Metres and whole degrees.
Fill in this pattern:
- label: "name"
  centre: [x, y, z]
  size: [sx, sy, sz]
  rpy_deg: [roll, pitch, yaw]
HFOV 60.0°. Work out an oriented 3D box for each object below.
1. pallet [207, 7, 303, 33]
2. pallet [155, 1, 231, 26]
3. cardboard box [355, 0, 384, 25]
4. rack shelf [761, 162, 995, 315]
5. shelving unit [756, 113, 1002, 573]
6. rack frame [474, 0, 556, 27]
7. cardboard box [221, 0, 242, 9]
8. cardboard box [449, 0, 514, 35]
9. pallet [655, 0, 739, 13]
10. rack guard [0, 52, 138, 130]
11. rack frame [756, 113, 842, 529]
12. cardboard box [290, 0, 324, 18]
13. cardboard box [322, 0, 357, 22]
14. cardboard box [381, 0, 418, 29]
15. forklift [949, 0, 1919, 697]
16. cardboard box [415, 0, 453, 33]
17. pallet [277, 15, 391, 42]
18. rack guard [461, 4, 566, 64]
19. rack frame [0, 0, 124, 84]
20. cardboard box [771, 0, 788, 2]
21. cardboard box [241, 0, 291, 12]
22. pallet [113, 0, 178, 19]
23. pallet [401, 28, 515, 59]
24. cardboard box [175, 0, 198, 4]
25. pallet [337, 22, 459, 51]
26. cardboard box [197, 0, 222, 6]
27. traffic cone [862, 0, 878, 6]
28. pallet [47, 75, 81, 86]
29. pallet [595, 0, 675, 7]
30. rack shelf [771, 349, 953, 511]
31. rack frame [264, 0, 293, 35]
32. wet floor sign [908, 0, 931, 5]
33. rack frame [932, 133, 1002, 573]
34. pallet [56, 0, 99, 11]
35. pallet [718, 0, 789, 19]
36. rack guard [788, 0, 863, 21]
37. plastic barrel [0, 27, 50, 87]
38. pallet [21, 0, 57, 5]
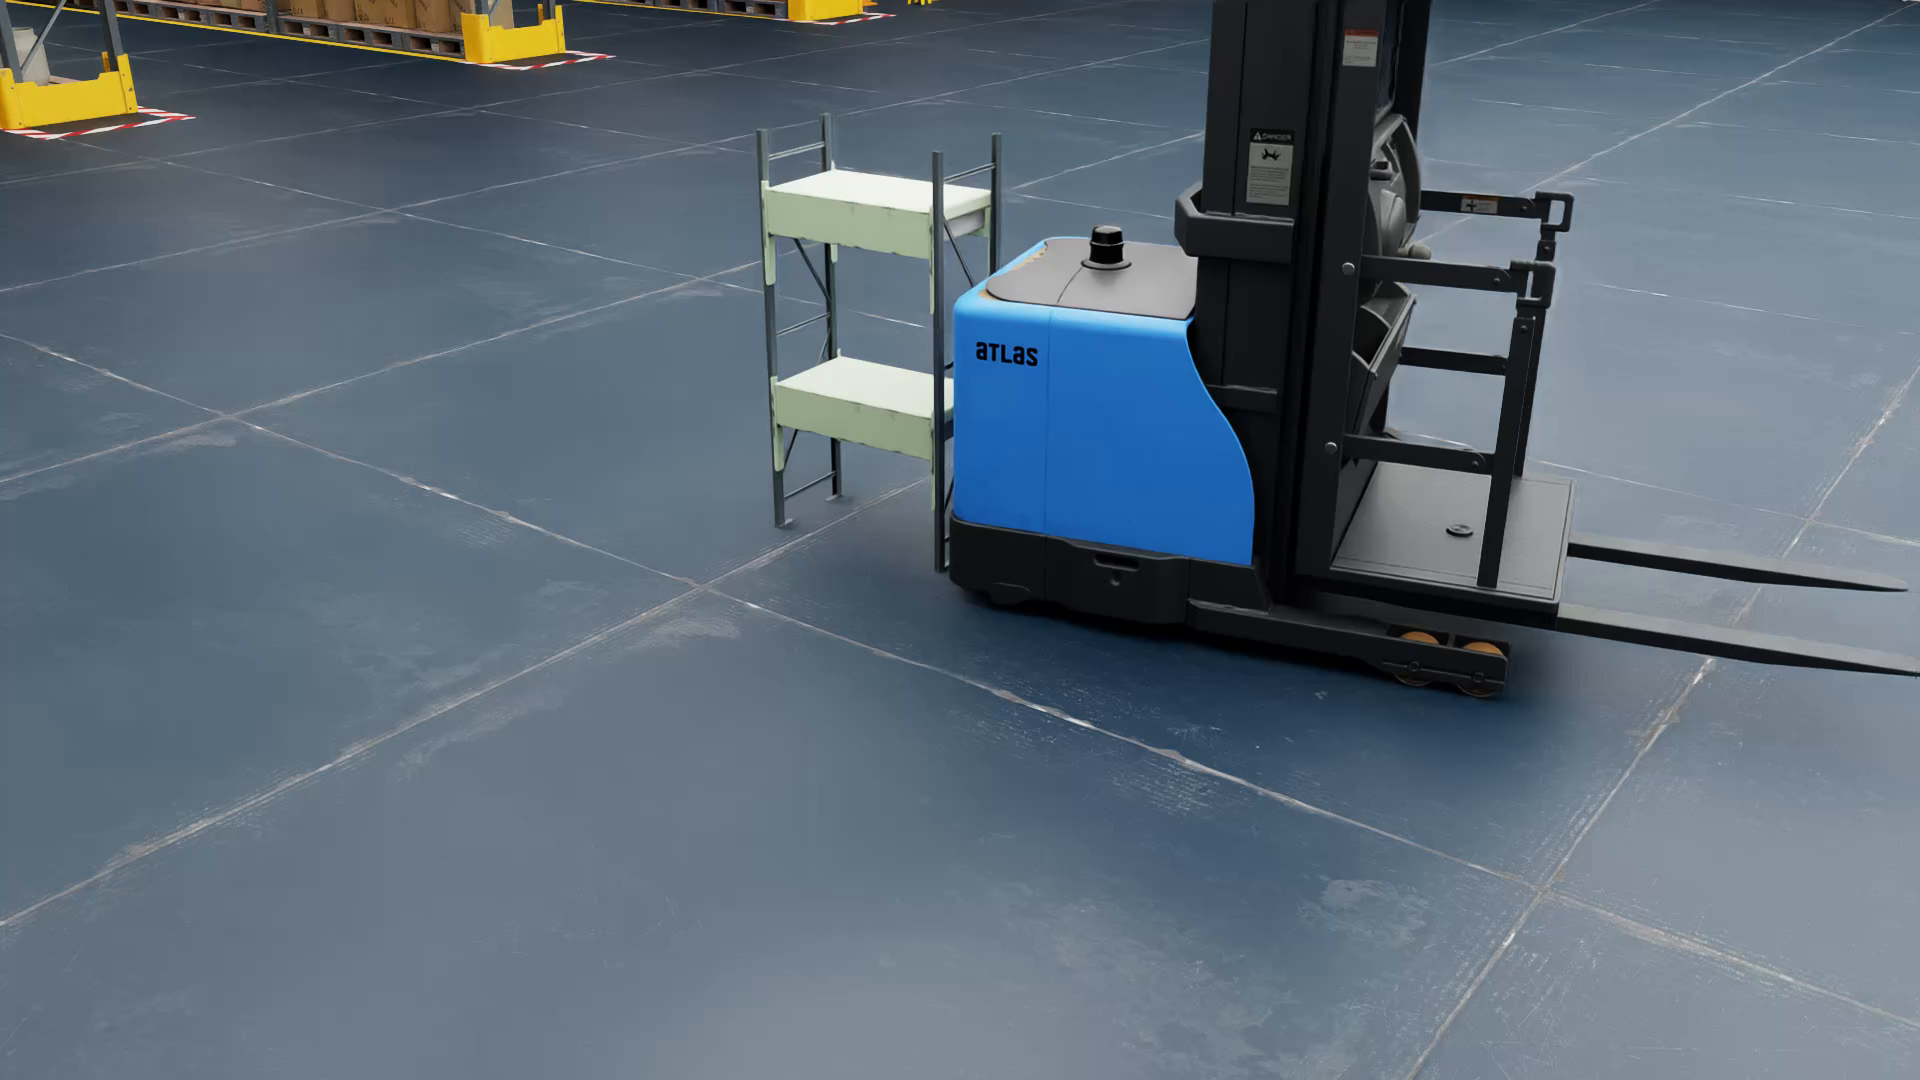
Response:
- label: "pallet"
  centre: [-8.661, -6.574, 20.909]
  size: [1.213, 0.211, 1.003]
  rpy_deg: [17, 29, 33]
- label: "pallet"
  centre: [-9.641, -6.869, 21.578]
  size: [1.213, 0.211, 1.003]
  rpy_deg: [17, 29, 33]
- label: "cardboard box"
  centre: [-6.734, -6.340, 19.499]
  size: [0.500, 0.500, 0.500]
  rpy_deg: [14, 27, 29]
- label: "rack shelf"
  centre: [-0.281, -1.076, 5.863]
  size: [0.720, 0.370, 0.431]
  rpy_deg: [15, 28, 30]
- label: "shelving unit"
  centre: [-0.281, -0.718, 6.020]
  size: [0.755, 1.500, 0.431]
  rpy_deg: [15, 28, 30]
- label: "rack frame"
  centre: [-4.836, -6.695, 17.725]
  size: [0.127, 3.000, 1.000]
  rpy_deg: [17, 29, 33]
- label: "cardboard box"
  centre: [-8.886, -6.997, 20.964]
  size: [0.500, 0.500, 0.700]
  rpy_deg: [17, 29, 33]
- label: "cardboard box"
  centre: [-5.326, -5.900, 18.500]
  size: [0.500, 0.500, 0.500]
  rpy_deg: [-20, 31, -38]
- label: "pallet"
  centre: [-3.439, -7.458, 22.916]
  size: [1.213, 0.211, 1.003]
  rpy_deg: [17, 29, 33]
- label: "rack guard"
  centre: [-7.896, -3.957, 14.610]
  size: [0.348, 0.500, 1.175]
  rpy_deg: [17, 29, 33]
- label: "rack frame"
  centre: [-0.589, -0.798, 6.202]
  size: [0.023, 1.500, 0.400]
  rpy_deg: [15, 28, 30]
- label: "cardboard box"
  centre: [-7.741, -6.601, 20.091]
  size: [0.500, 0.500, 0.500]
  rpy_deg: [16, 28, 32]
- label: "cardboard box"
  centre: [-7.278, -6.465, 19.783]
  size: [0.500, 0.500, 0.500]
  rpy_deg: [-16, 28, -31]
- label: "cardboard box"
  centre: [-6.314, -6.191, 19.160]
  size: [0.500, 0.500, 0.500]
  rpy_deg: [20, 31, 38]
- label: "forklift"
  centre: [1.532, -1.098, 5.106]
  size: [3.031, 2.935, 1.130]
  rpy_deg: [9, 25, 20]
- label: "cardboard box"
  centre: [-5.825, -6.033, 18.803]
  size: [0.500, 0.500, 0.500]
  rpy_deg: [-17, 29, -34]
- label: "pallet"
  centre: [-7.478, -6.235, 20.140]
  size: [1.213, 0.211, 1.003]
  rpy_deg: [17, 29, 33]
- label: "rack guard"
  centre: [-4.897, -5.570, 18.271]
  size: [0.348, 0.500, 1.175]
  rpy_deg: [17, 29, 33]
- label: "rack frame"
  centre: [-7.807, -5.097, 14.099]
  size: [0.127, 3.000, 1.000]
  rpy_deg: [17, 29, 33]
- label: "cardboard box"
  centre: [-2.363, -7.634, 21.970]
  size: [0.875, 0.875, 0.875]
  rpy_deg: [17, 29, 34]
- label: "cardboard box"
  centre: [-8.515, -6.875, 20.689]
  size: [0.500, 0.500, 0.700]
  rpy_deg: [14, 28, 29]
- label: "pallet"
  centre: [-10.613, -7.164, 22.248]
  size: [1.213, 0.211, 1.003]
  rpy_deg: [17, 29, 33]
- label: "pallet"
  centre: [-5.526, -5.645, 18.801]
  size: [1.213, 0.211, 1.003]
  rpy_deg: [17, 29, 33]
- label: "cardboard box"
  centre: [-9.780, -7.267, 21.577]
  size: [0.500, 0.500, 0.700]
  rpy_deg: [20, 31, 38]
- label: "pallet"
  centre: [-6.498, -5.941, 19.471]
  size: [1.213, 0.211, 1.003]
  rpy_deg: [17, 29, 33]
- label: "cardboard box"
  centre: [-9.333, -7.132, 21.271]
  size: [0.500, 0.500, 0.700]
  rpy_deg: [14, 27, 29]
- label: "traffic cone"
  centre: [-1.354, -7.697, 23.145]
  size: [0.334, 0.463, 0.336]
  rpy_deg: [17, 29, 33]
- label: "pallet"
  centre: [-8.542, -4.023, 15.118]
  size: [1.213, 0.211, 1.003]
  rpy_deg: [17, 29, 33]
- label: "pallet"
  centre: [-4.420, -7.753, 23.585]
  size: [1.213, 0.211, 1.003]
  rpy_deg: [17, 29, 33]
- label: "rack shelf"
  centre: [-0.281, -0.420, 6.152]
  size: [0.720, 0.370, 0.431]
  rpy_deg: [15, 28, 30]
- label: "rack frame"
  centre: [-8.037, -7.663, 19.921]
  size: [0.127, 3.000, 1.000]
  rpy_deg: [17, 29, 33]
- label: "wet floor sign"
  centre: [-0.570, -7.826, 23.211]
  size: [0.232, 0.644, 0.267]
  rpy_deg: [12, 26, 24]
- label: "rack frame"
  centre: [0.026, -0.638, 5.839]
  size: [0.023, 1.500, 0.400]
  rpy_deg: [15, 28, 30]
- label: "pallet"
  centre: [-11.823, -7.569, 23.166]
  size: [1.213, 0.211, 1.003]
  rpy_deg: [17, 29, 33]
- label: "pallet"
  centre: [-2.467, -7.163, 22.246]
  size: [1.213, 0.211, 1.003]
  rpy_deg: [17, 29, 33]
- label: "rack guard"
  centre: [-1.761, -7.121, 21.793]
  size: [0.348, 0.500, 1.175]
  rpy_deg: [17, 29, 33]
- label: "plastic barrel"
  centre: [-8.379, -4.285, 14.821]
  size: [0.421, 0.512, 0.421]
  rpy_deg: [0, 24, 0]
- label: "pallet"
  centre: [-12.795, -7.864, 23.836]
  size: [1.213, 0.211, 1.003]
  rpy_deg: [17, 29, 33]
